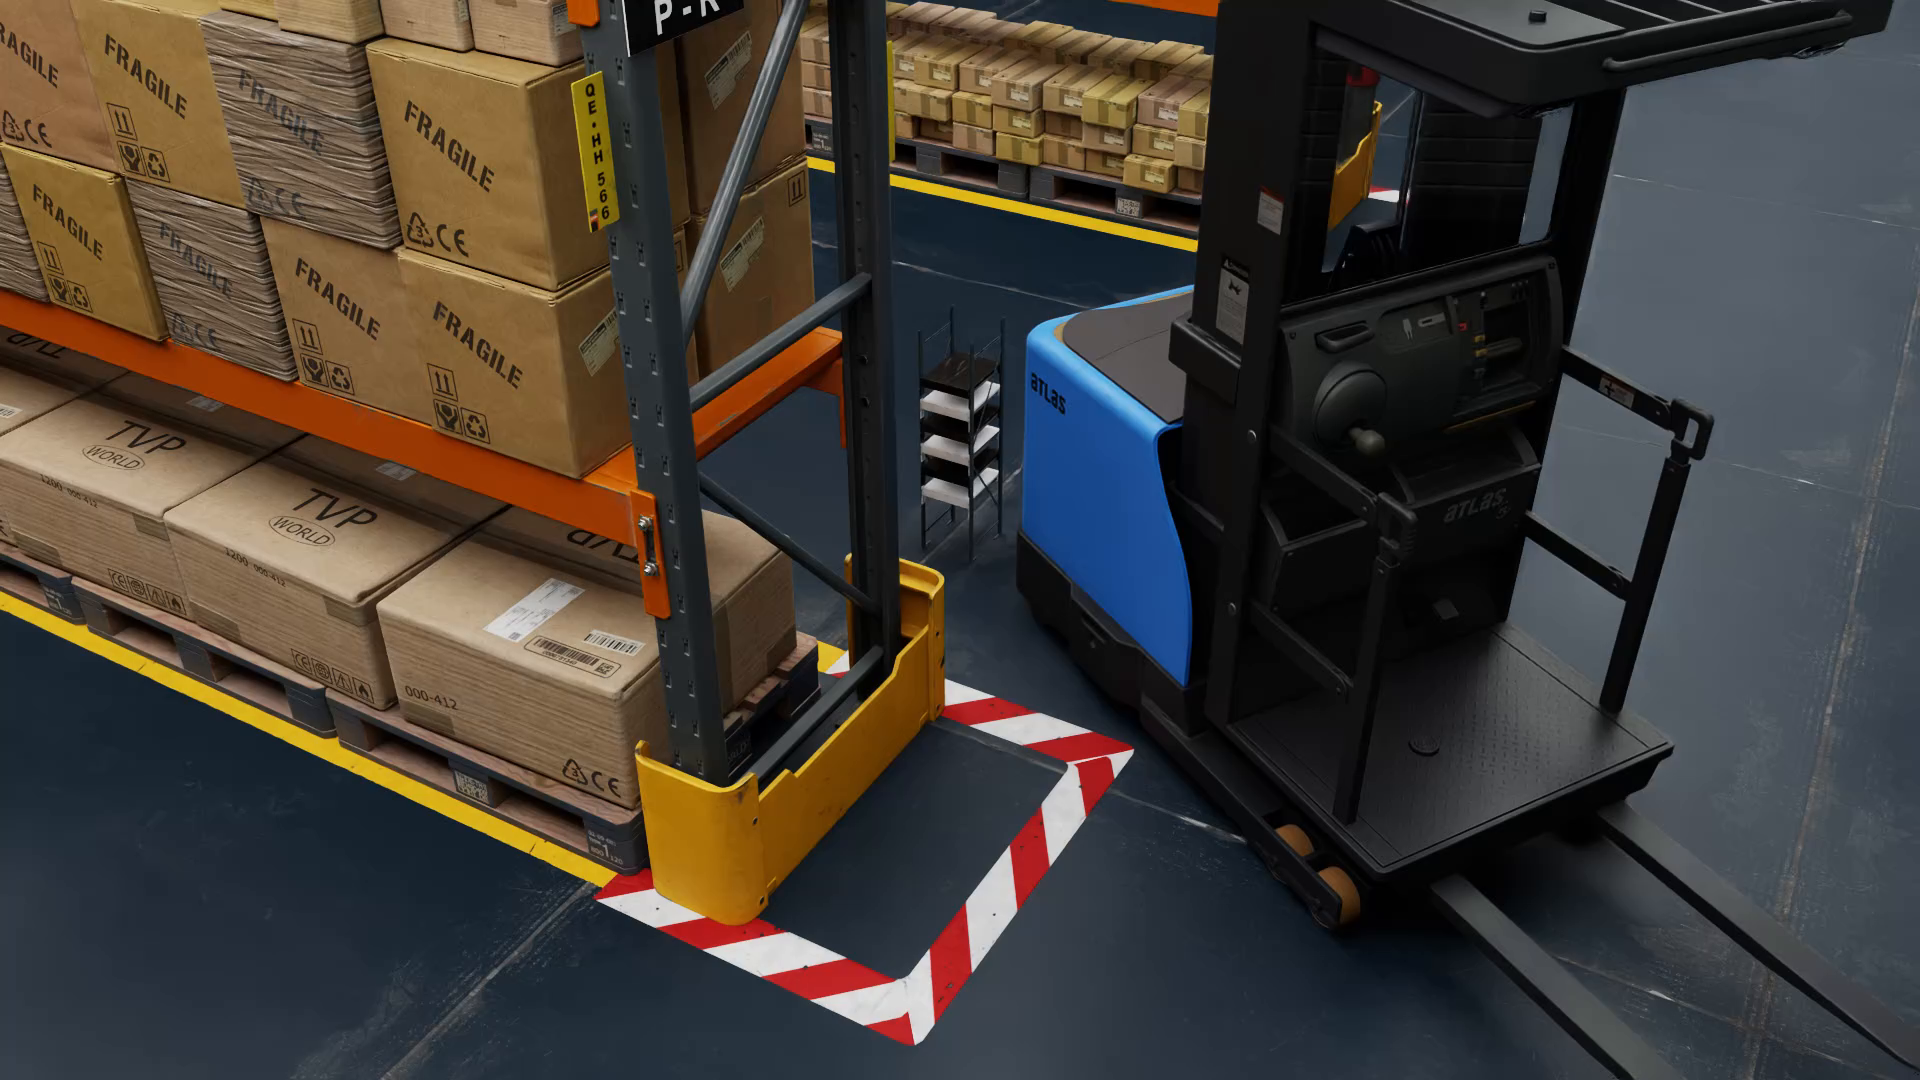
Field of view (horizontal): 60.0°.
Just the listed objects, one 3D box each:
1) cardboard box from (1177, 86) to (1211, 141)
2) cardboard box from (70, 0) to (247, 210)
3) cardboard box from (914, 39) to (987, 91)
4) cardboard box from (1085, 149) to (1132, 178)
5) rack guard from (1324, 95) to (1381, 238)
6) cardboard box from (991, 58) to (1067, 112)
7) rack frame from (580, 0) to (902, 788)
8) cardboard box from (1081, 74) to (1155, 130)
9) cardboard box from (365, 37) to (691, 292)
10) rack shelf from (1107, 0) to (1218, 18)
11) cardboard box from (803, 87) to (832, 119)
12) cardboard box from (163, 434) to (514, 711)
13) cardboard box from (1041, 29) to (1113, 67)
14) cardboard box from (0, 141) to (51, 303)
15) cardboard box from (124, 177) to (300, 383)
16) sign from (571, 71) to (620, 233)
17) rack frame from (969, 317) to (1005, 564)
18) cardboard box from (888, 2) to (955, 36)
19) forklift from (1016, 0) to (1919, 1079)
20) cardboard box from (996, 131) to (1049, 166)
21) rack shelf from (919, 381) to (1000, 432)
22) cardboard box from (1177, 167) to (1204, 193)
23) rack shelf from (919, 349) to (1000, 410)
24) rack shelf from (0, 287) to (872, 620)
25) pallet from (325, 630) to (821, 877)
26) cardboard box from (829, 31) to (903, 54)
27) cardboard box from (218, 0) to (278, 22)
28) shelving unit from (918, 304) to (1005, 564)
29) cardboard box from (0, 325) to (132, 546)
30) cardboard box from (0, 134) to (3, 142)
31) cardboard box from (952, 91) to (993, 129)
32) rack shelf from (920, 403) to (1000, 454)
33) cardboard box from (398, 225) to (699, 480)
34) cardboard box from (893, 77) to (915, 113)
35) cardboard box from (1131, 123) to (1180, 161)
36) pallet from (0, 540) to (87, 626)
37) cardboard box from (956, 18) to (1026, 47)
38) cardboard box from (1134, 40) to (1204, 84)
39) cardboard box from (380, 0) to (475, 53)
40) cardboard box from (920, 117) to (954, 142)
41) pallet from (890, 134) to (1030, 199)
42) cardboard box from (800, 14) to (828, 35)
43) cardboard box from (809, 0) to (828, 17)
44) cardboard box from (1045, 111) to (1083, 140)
[{"bbox_3d":[1.298,-2.163,8.449,0.250,0.149,0.380,18,38,25],"label":"cardboard box"},{"bbox_3d":[-1.918,-1.237,4.409,0.500,0.500,0.500,17,37,24],"label":"cardboard box"},{"bbox_3d":[-0.049,-2.603,9.109,0.250,0.149,0.380,18,38,25],"label":"cardboard box"},{"bbox_3d":[0.863,-2.072,8.849,0.250,0.149,0.380,17,37,24],"label":"cardboard box"},{"bbox_3d":[1.818,-1.884,8.628,0.348,0.500,1.175,18,37,24],"label":"rack guard"},{"bbox_3d":[0.366,-2.419,8.832,0.250,0.149,0.380,19,38,26],"label":"cardboard box"},{"bbox_3d":[-0.485,-0.494,4.285,0.127,3.000,1.000,18,37,24],"label":"rack frame"},{"bbox_3d":[0.821,-2.270,8.609,0.250,0.149,0.380,17,37,23],"label":"cardboard box"},{"bbox_3d":[-1.022,-0.970,4.007,0.500,0.500,0.500,19,38,26],"label":"cardboard box"},{"bbox_3d":[0.147,-3.154,8.930,4.000,0.370,1.077,18,37,24],"label":"rack shelf"},{"bbox_3d":[-0.715,-2.575,9.604,0.250,0.149,0.380,17,37,23],"label":"cardboard box"},{"bbox_3d":[-1.906,0.017,5.451,0.875,0.438,0.875,19,38,26],"label":"cardboard box"},{"bbox_3d":[0.651,-2.705,9.263,0.250,0.149,0.380,19,38,26],"label":"cardboard box"},{"bbox_3d":[-2.817,-1.100,5.106,0.500,0.500,0.500,18,38,25],"label":"cardboard box"},{"bbox_3d":[-1.915,-0.823,4.689,0.500,0.500,0.500,19,38,26],"label":"cardboard box"},{"bbox_3d":[-0.766,-0.817,3.512,0.005,0.325,0.100,18,37,24],"label":"sign"},{"bbox_3d":[0.095,-0.344,5.955,0.006,0.900,0.240,18,37,24],"label":"rack frame"},{"bbox_3d":[-0.223,-3.012,9.723,0.250,0.149,0.380,16,37,22],"label":"cardboard box"},{"bbox_3d":[1.341,-0.430,4.251,1.130,2.935,3.031,-17,37,-23],"label":"forklift"},{"bbox_3d":[0.390,-2.174,9.002,0.250,0.149,0.380,16,37,22],"label":"cardboard box"},{"bbox_3d":[0.007,-0.494,5.916,0.200,0.077,0.258,18,37,24],"label":"rack shelf"},{"bbox_3d":[1.323,-1.936,8.645,0.250,0.149,0.380,18,38,25],"label":"cardboard box"},{"bbox_3d":[0.007,-0.569,5.866,0.200,0.077,0.258,18,37,24],"label":"rack shelf"},{"bbox_3d":[-2.221,-0.744,5.311,4.000,0.370,1.077,18,37,24],"label":"rack shelf"},{"bbox_3d":[-1.218,0.485,5.332,1.213,0.211,1.003,18,37,24],"label":"pallet"},{"bbox_3d":[-0.521,-2.725,9.292,0.250,0.149,0.380,18,38,25],"label":"cardboard box"},{"bbox_3d":[-1.592,-1.402,4.071,0.250,0.149,0.380,18,38,25],"label":"cardboard box"},{"bbox_3d":[0.007,-0.372,5.997,0.210,0.900,0.258,18,37,24],"label":"shelving unit"},{"bbox_3d":[-3.466,-0.478,6.194,0.875,0.438,0.875,17,37,24],"label":"cardboard box"},{"bbox_3d":[-2.790,-1.516,4.828,0.500,0.500,0.500,18,38,25],"label":"cardboard box"},{"bbox_3d":[0.162,-2.381,9.044,0.250,0.149,0.380,20,38,27],"label":"cardboard box"},{"bbox_3d":[0.007,-0.419,5.966,0.200,0.077,0.258,18,37,24],"label":"rack shelf"},{"bbox_3d":[-1.035,-0.541,4.266,0.500,0.500,0.500,18,38,25],"label":"cardboard box"},{"bbox_3d":[-0.292,-2.524,9.258,0.250,0.149,0.380,17,37,24],"label":"cardboard box"},{"bbox_3d":[1.083,-2.121,8.654,0.250,0.149,0.380,17,37,23],"label":"cardboard box"},{"bbox_3d":[-3.336,-0.186,6.340,1.213,0.211,1.003,18,37,24],"label":"pallet"},{"bbox_3d":[0.179,-2.823,9.439,0.250,0.149,0.380,18,38,25],"label":"cardboard box"},{"bbox_3d":[1.143,-2.596,9.099,0.250,0.149,0.380,17,37,24],"label":"cardboard box"},{"bbox_3d":[-1.128,-1.282,3.892,0.250,0.149,0.380,18,38,25],"label":"cardboard box"},{"bbox_3d":[-0.020,-2.364,9.288,0.250,0.149,0.380,19,38,26],"label":"cardboard box"},{"bbox_3d":[0.075,-2.340,9.574,1.213,0.211,1.003,18,37,24],"label":"pallet"},{"bbox_3d":[-0.939,-2.895,9.548,0.250,0.149,0.380,17,37,24],"label":"cardboard box"},{"bbox_3d":[-0.690,-3.151,9.932,0.250,0.149,0.380,17,37,24],"label":"cardboard box"},{"bbox_3d":[0.649,-2.289,8.906,0.250,0.149,0.380,17,37,24],"label":"cardboard box"}]
